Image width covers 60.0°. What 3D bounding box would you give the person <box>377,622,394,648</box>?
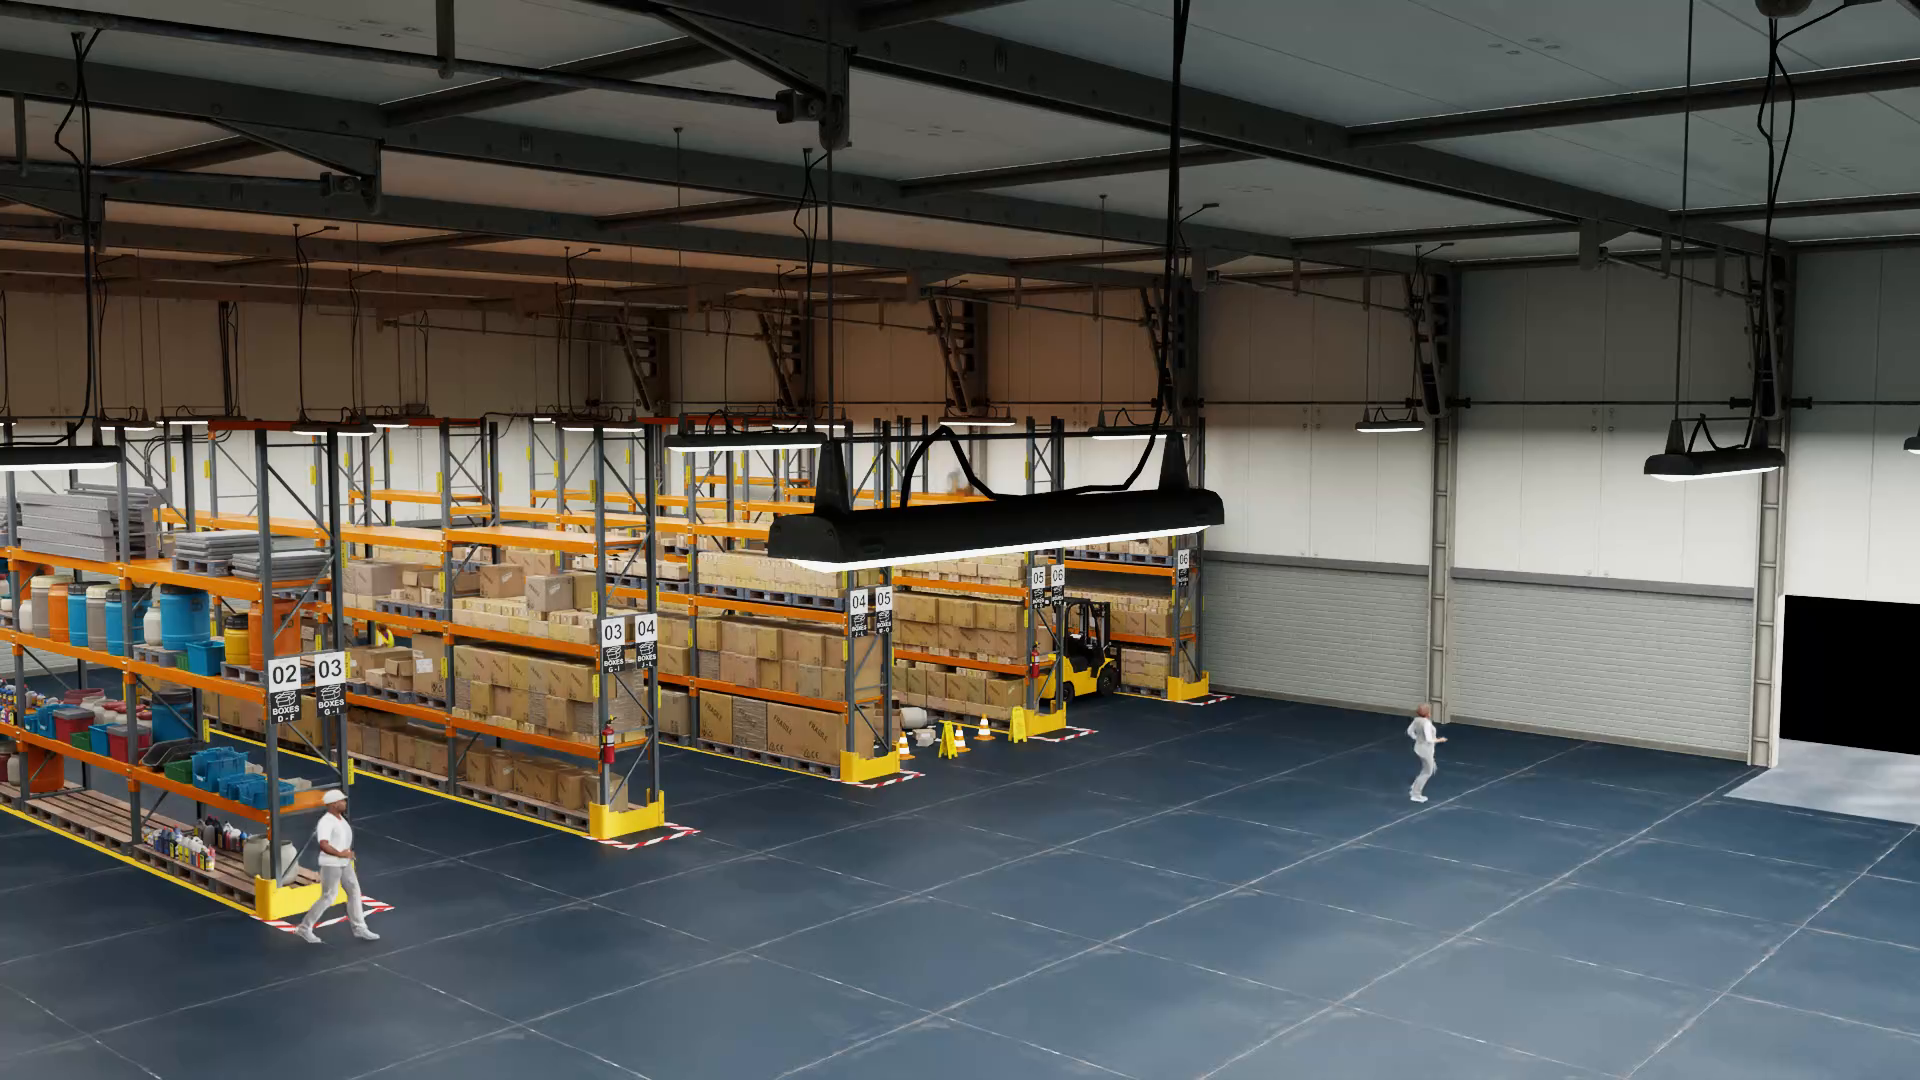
[{"bbox_3d":[-12.145,2.506,35.068,0.950,1.769,0.702,4,6,41],"label":"person"}]

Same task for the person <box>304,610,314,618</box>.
[{"bbox_3d":[-14.703,2.367,37.497,0.700,1.735,0.783,-1,5,-12],"label":"person"}]

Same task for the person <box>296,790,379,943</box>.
[{"bbox_3d":[-7.274,3.810,19.531,0.909,1.745,0.736,0,5,-2],"label":"person"}]

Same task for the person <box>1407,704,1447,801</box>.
[{"bbox_3d":[7.394,3.354,26.298,0.555,1.559,0.522,-1,5,-7],"label":"person"}]
